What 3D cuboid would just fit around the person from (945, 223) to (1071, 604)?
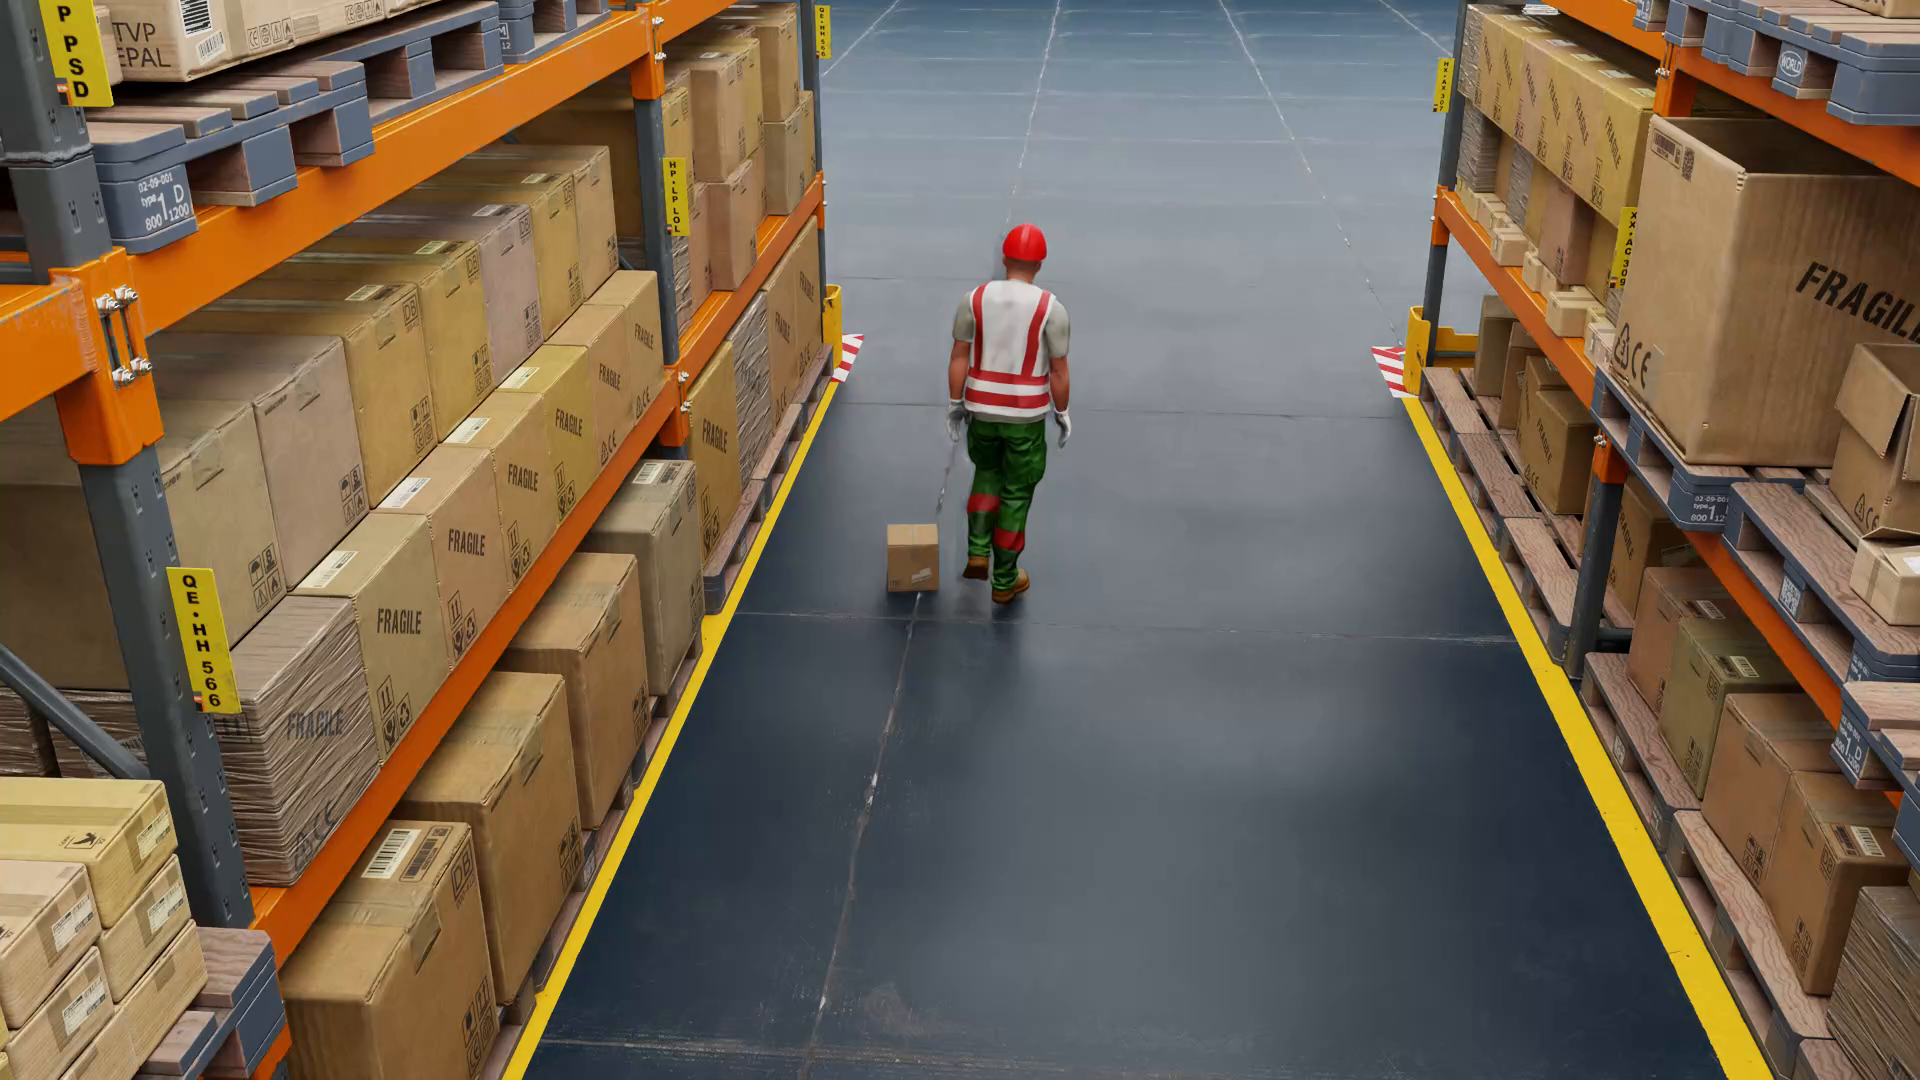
[{"bbox_3d":[0.227,-0.590,7.838,0.566,1.787,0.500,10,26,20],"label":"person"}]
